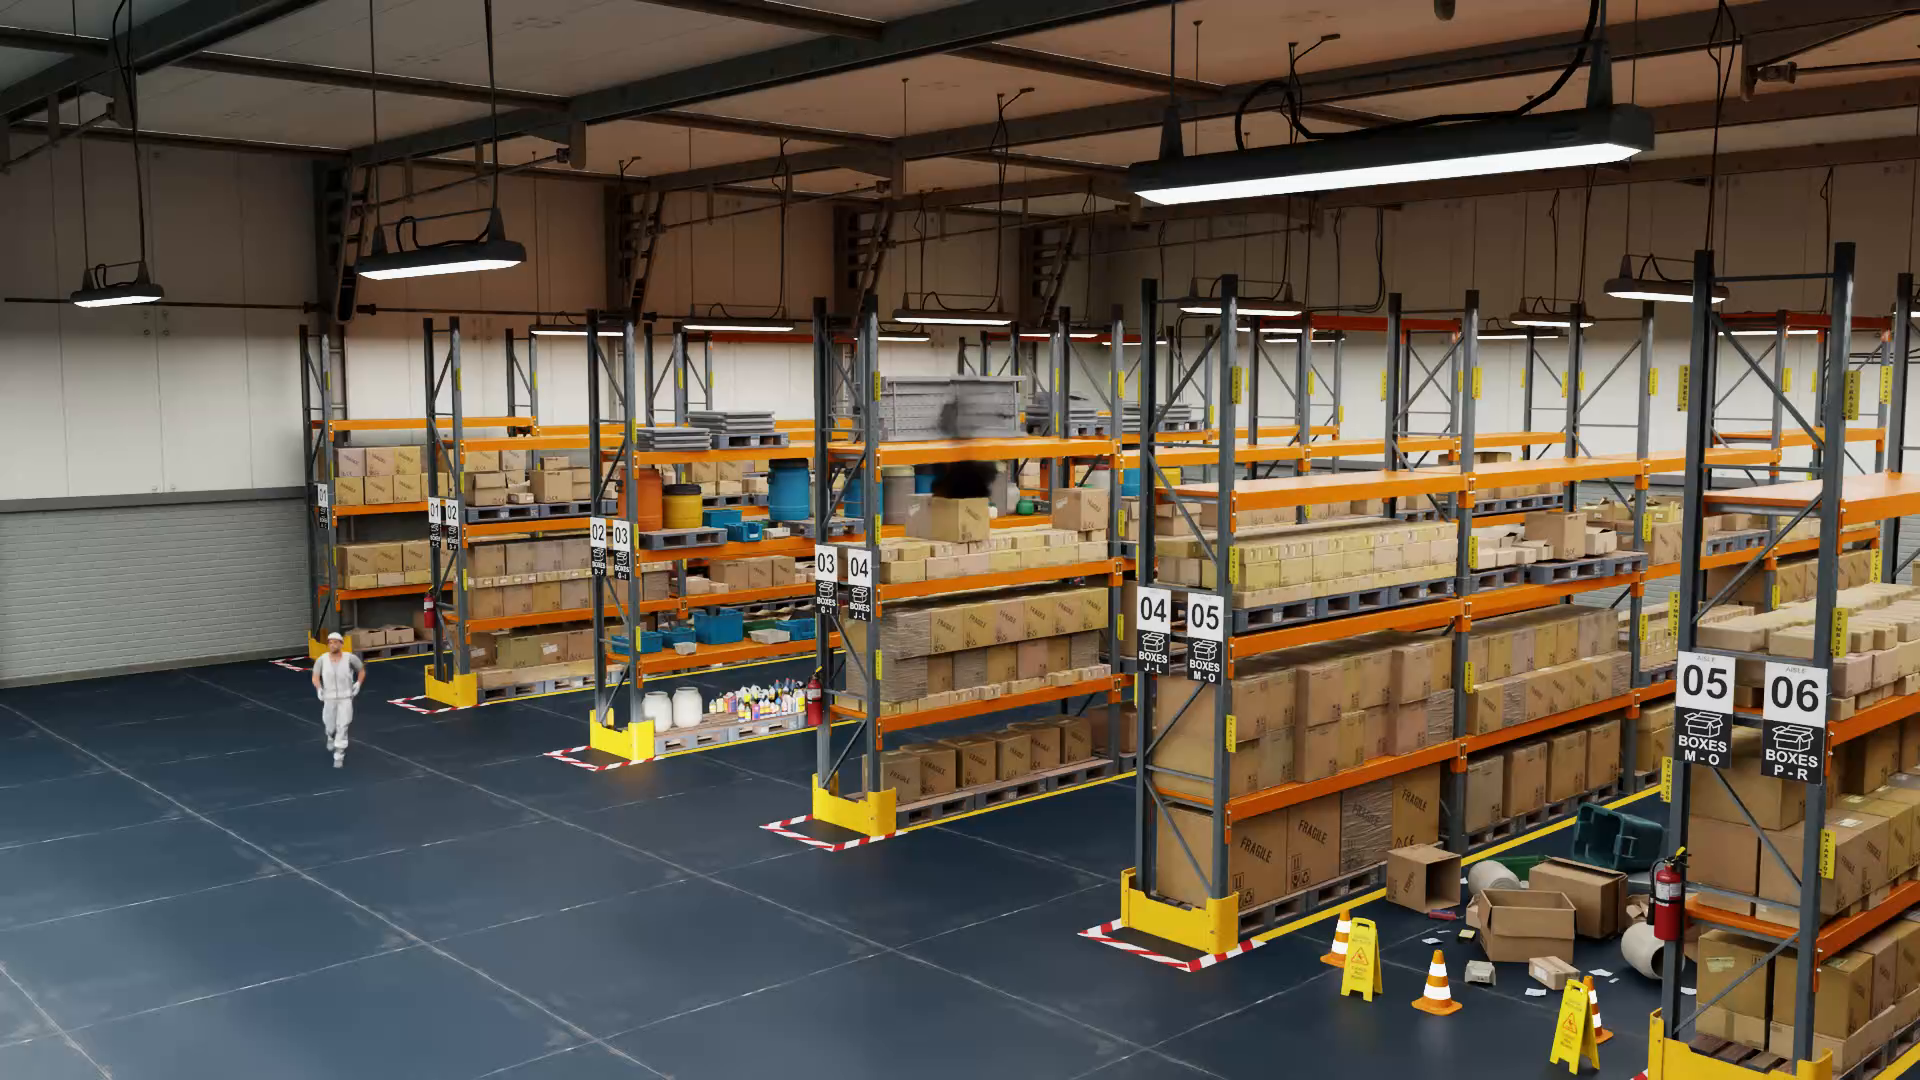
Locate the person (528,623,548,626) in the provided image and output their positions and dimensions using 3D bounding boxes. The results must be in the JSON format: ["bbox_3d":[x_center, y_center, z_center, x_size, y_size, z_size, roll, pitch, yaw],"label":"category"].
[{"bbox_3d":[-7.335,1.374,28.958,0.666,1.778,0.841,4,7,37],"label":"person"}]

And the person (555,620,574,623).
[{"bbox_3d":[-6.988,1.299,29.782,0.673,1.699,0.944,5,8,41],"label":"person"}]

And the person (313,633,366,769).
[{"bbox_3d":[-8.200,2.086,21.959,0.642,1.769,0.768,-1,6,-14],"label":"person"}]
